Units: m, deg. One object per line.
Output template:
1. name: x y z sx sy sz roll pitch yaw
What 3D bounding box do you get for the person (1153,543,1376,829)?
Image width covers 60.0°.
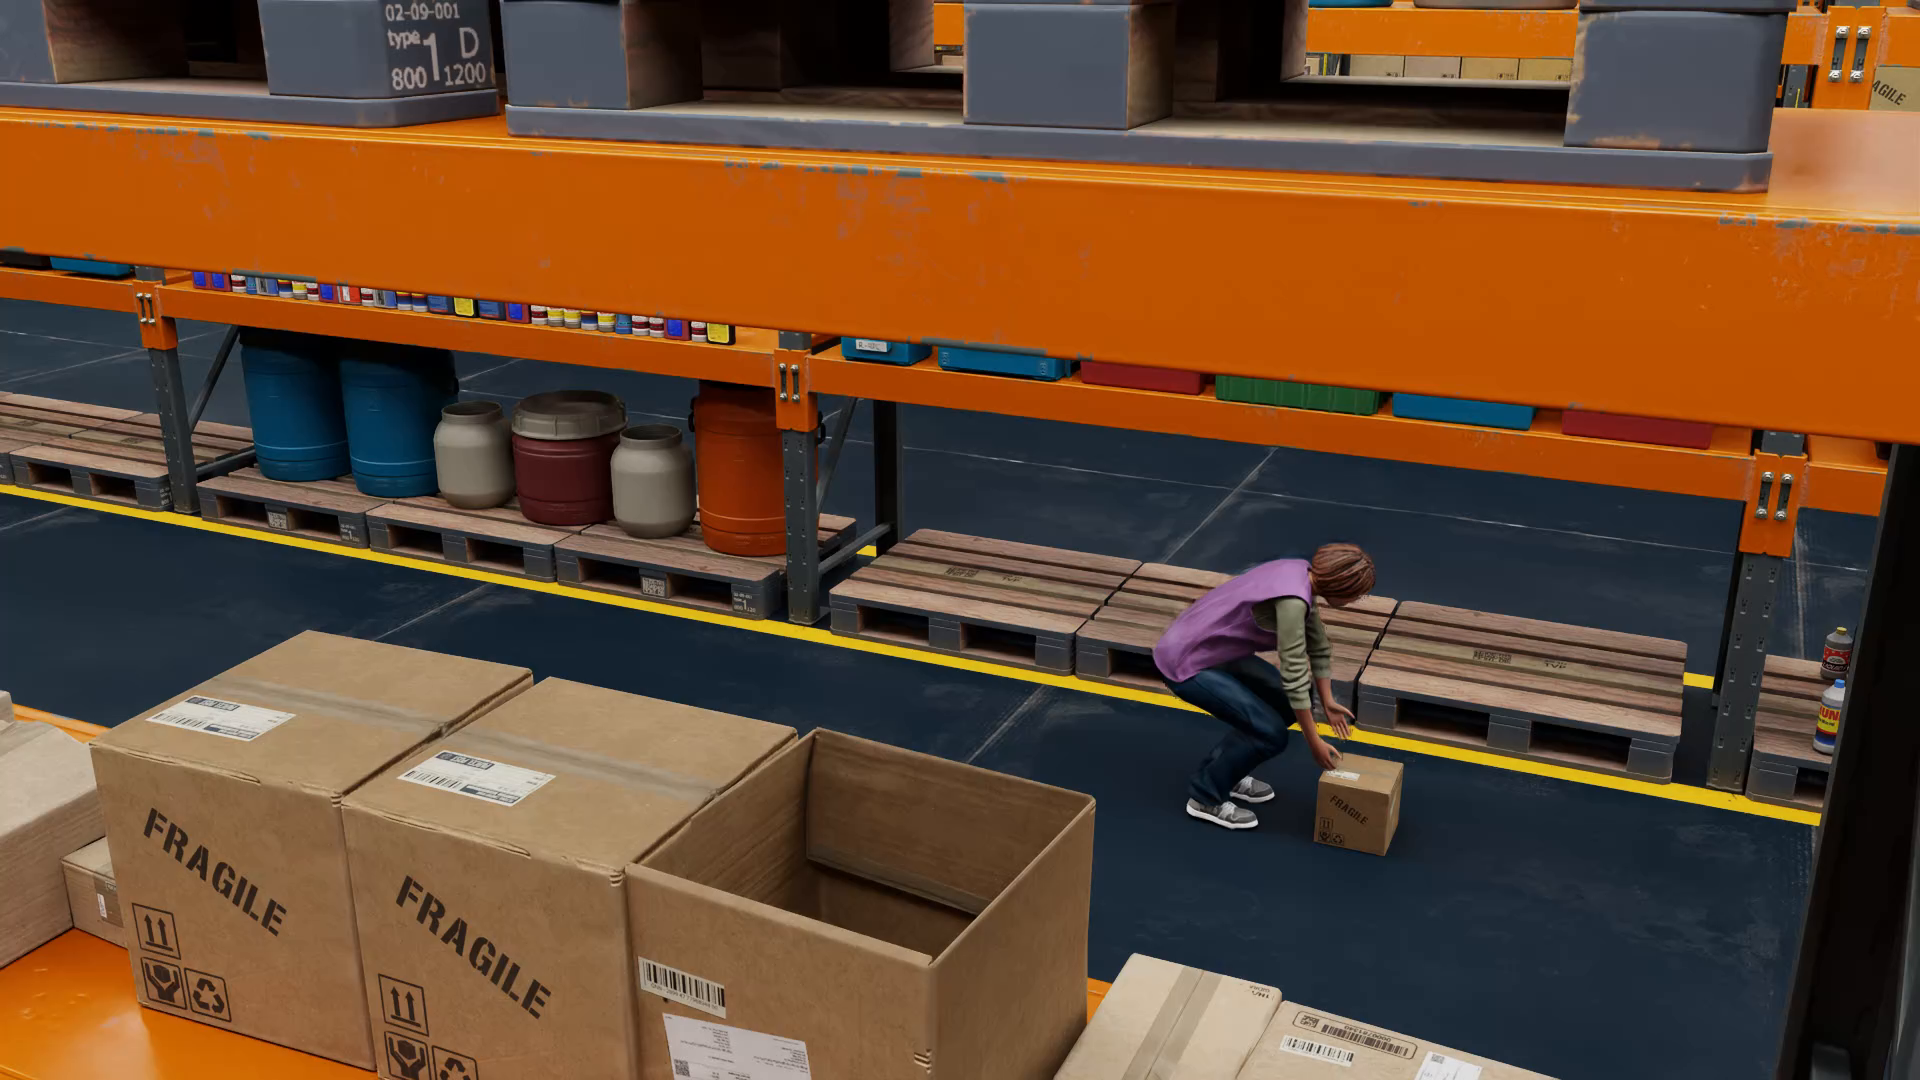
1. person: 1.077 0.489 5.982 0.754 1.075 0.460 8 21 23
